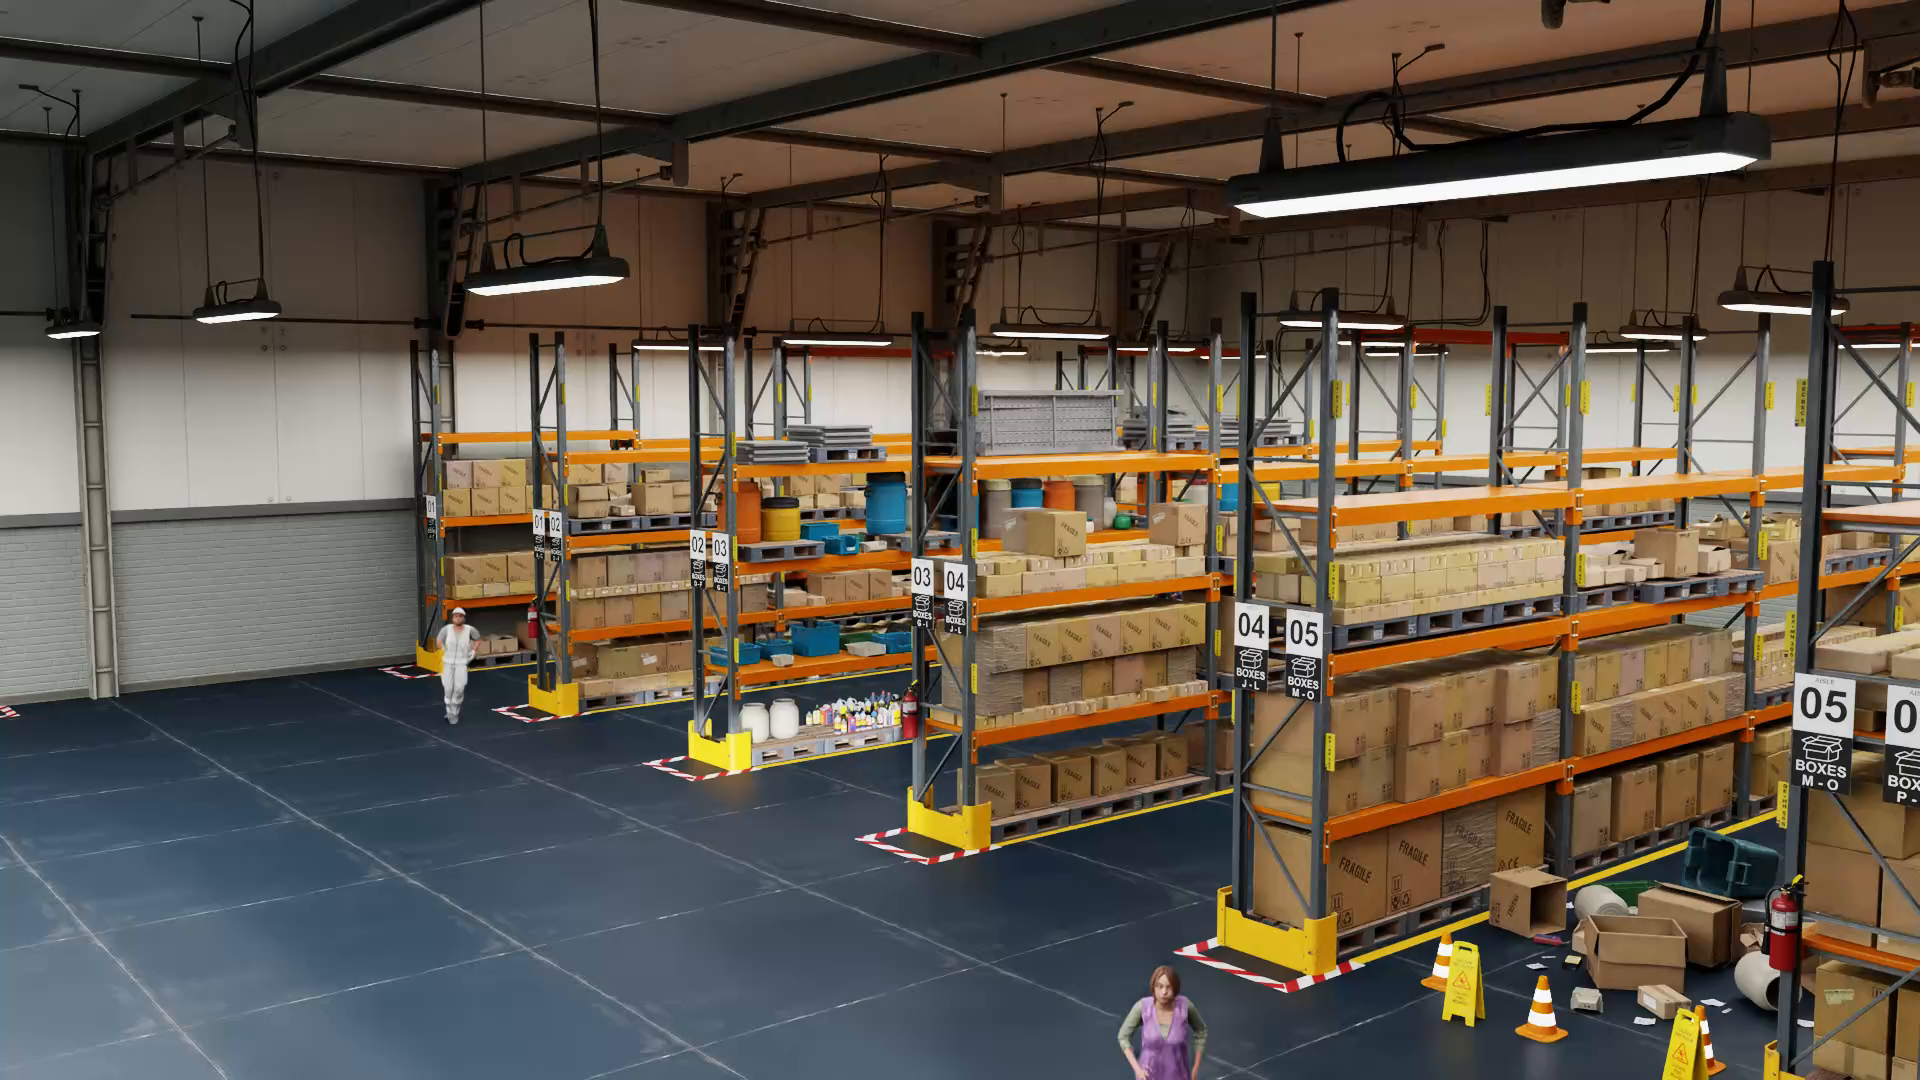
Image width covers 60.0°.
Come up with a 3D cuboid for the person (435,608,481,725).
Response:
[{"bbox_3d":[-7.694,1.935,25.472,0.655,1.814,0.719,-1,5,-9],"label":"person"}]

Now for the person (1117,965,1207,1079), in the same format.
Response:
[{"bbox_3d":[1.271,3.425,10.477,0.566,1.587,0.774,1,5,7],"label":"person"}]
